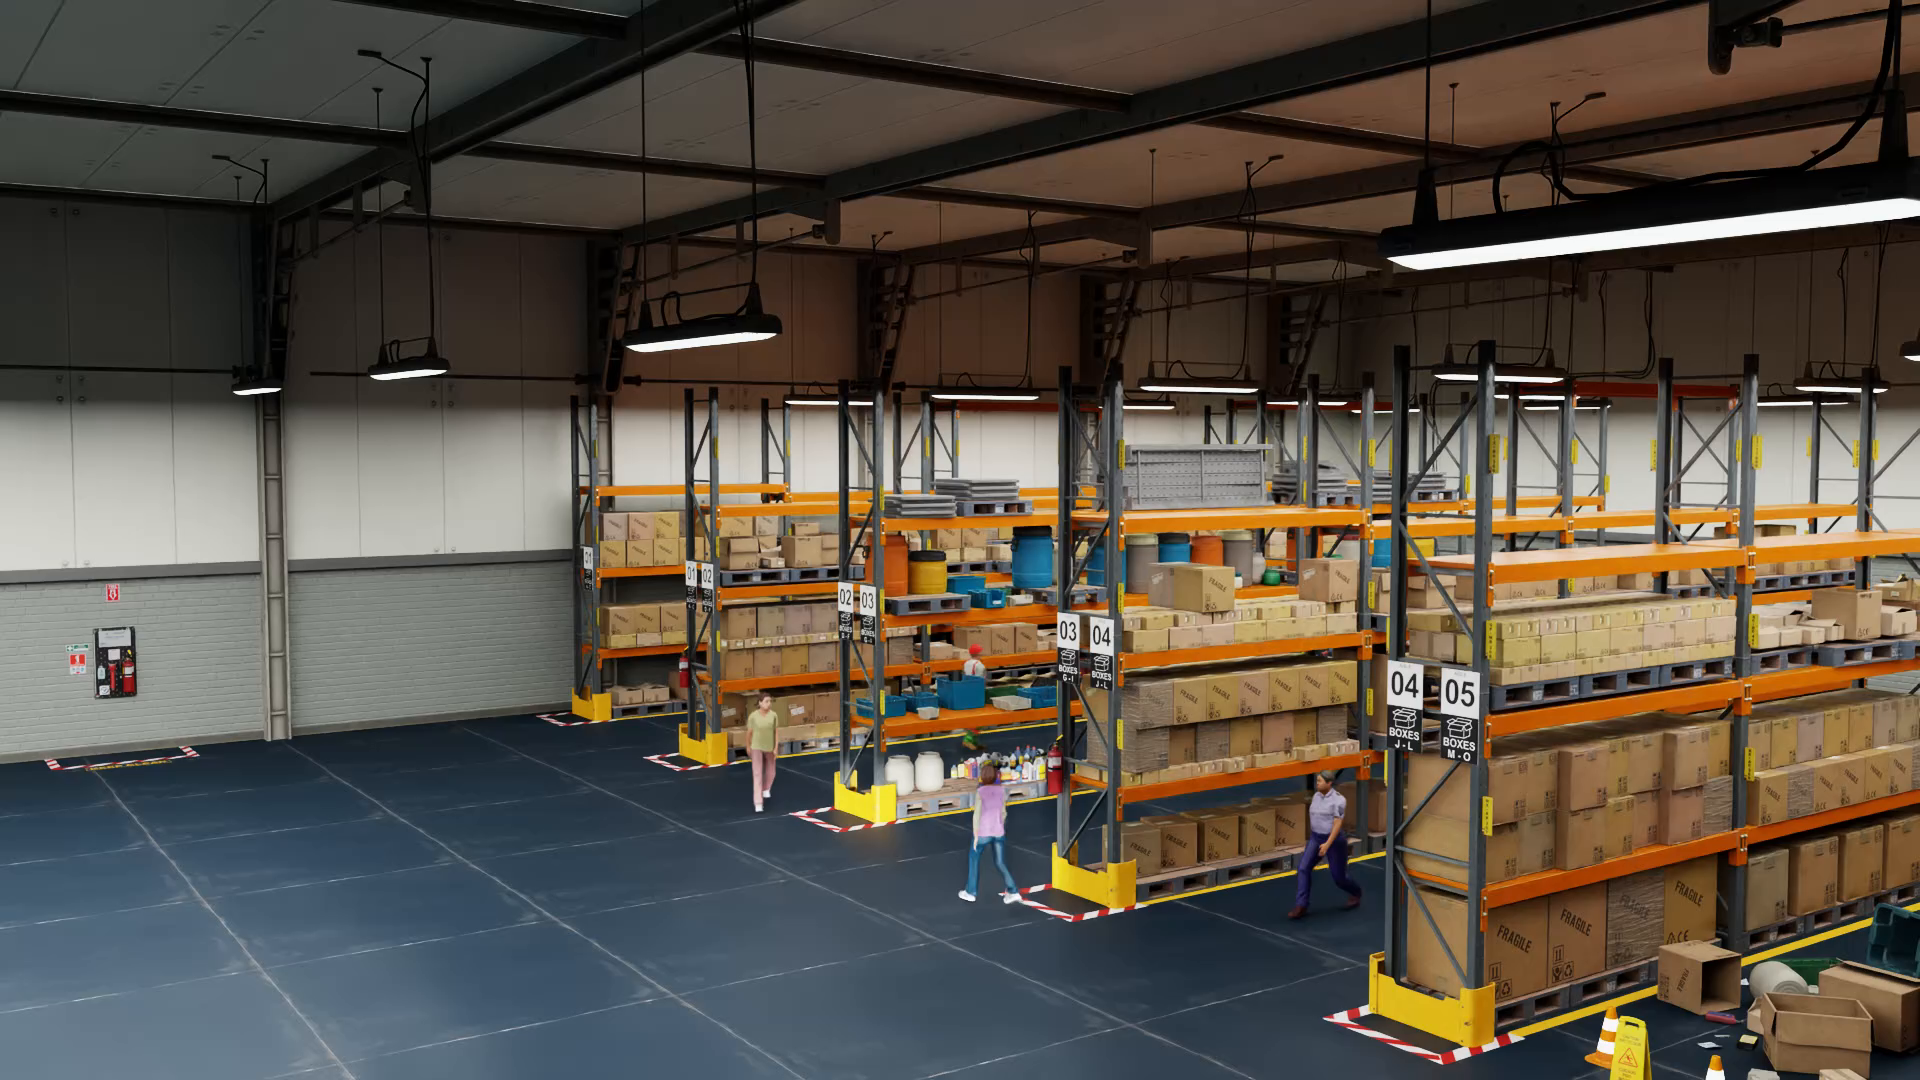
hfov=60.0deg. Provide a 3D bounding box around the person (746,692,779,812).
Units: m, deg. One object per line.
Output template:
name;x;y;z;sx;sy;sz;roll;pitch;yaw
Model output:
person;-2.778;2.946;23.455;0.450;1.619;0.985;-1;4;-22

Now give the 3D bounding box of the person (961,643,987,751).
person;0.223;2.614;27.638;0.539;1.791;0.560;-2;4;-27

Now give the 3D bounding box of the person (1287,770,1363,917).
person;3.979;3.287;18.177;1.059;1.542;0.472;-3;5;-41

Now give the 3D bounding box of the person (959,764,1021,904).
person;0.339;3.265;18.412;0.436;1.553;0.917;-2;4;-30
